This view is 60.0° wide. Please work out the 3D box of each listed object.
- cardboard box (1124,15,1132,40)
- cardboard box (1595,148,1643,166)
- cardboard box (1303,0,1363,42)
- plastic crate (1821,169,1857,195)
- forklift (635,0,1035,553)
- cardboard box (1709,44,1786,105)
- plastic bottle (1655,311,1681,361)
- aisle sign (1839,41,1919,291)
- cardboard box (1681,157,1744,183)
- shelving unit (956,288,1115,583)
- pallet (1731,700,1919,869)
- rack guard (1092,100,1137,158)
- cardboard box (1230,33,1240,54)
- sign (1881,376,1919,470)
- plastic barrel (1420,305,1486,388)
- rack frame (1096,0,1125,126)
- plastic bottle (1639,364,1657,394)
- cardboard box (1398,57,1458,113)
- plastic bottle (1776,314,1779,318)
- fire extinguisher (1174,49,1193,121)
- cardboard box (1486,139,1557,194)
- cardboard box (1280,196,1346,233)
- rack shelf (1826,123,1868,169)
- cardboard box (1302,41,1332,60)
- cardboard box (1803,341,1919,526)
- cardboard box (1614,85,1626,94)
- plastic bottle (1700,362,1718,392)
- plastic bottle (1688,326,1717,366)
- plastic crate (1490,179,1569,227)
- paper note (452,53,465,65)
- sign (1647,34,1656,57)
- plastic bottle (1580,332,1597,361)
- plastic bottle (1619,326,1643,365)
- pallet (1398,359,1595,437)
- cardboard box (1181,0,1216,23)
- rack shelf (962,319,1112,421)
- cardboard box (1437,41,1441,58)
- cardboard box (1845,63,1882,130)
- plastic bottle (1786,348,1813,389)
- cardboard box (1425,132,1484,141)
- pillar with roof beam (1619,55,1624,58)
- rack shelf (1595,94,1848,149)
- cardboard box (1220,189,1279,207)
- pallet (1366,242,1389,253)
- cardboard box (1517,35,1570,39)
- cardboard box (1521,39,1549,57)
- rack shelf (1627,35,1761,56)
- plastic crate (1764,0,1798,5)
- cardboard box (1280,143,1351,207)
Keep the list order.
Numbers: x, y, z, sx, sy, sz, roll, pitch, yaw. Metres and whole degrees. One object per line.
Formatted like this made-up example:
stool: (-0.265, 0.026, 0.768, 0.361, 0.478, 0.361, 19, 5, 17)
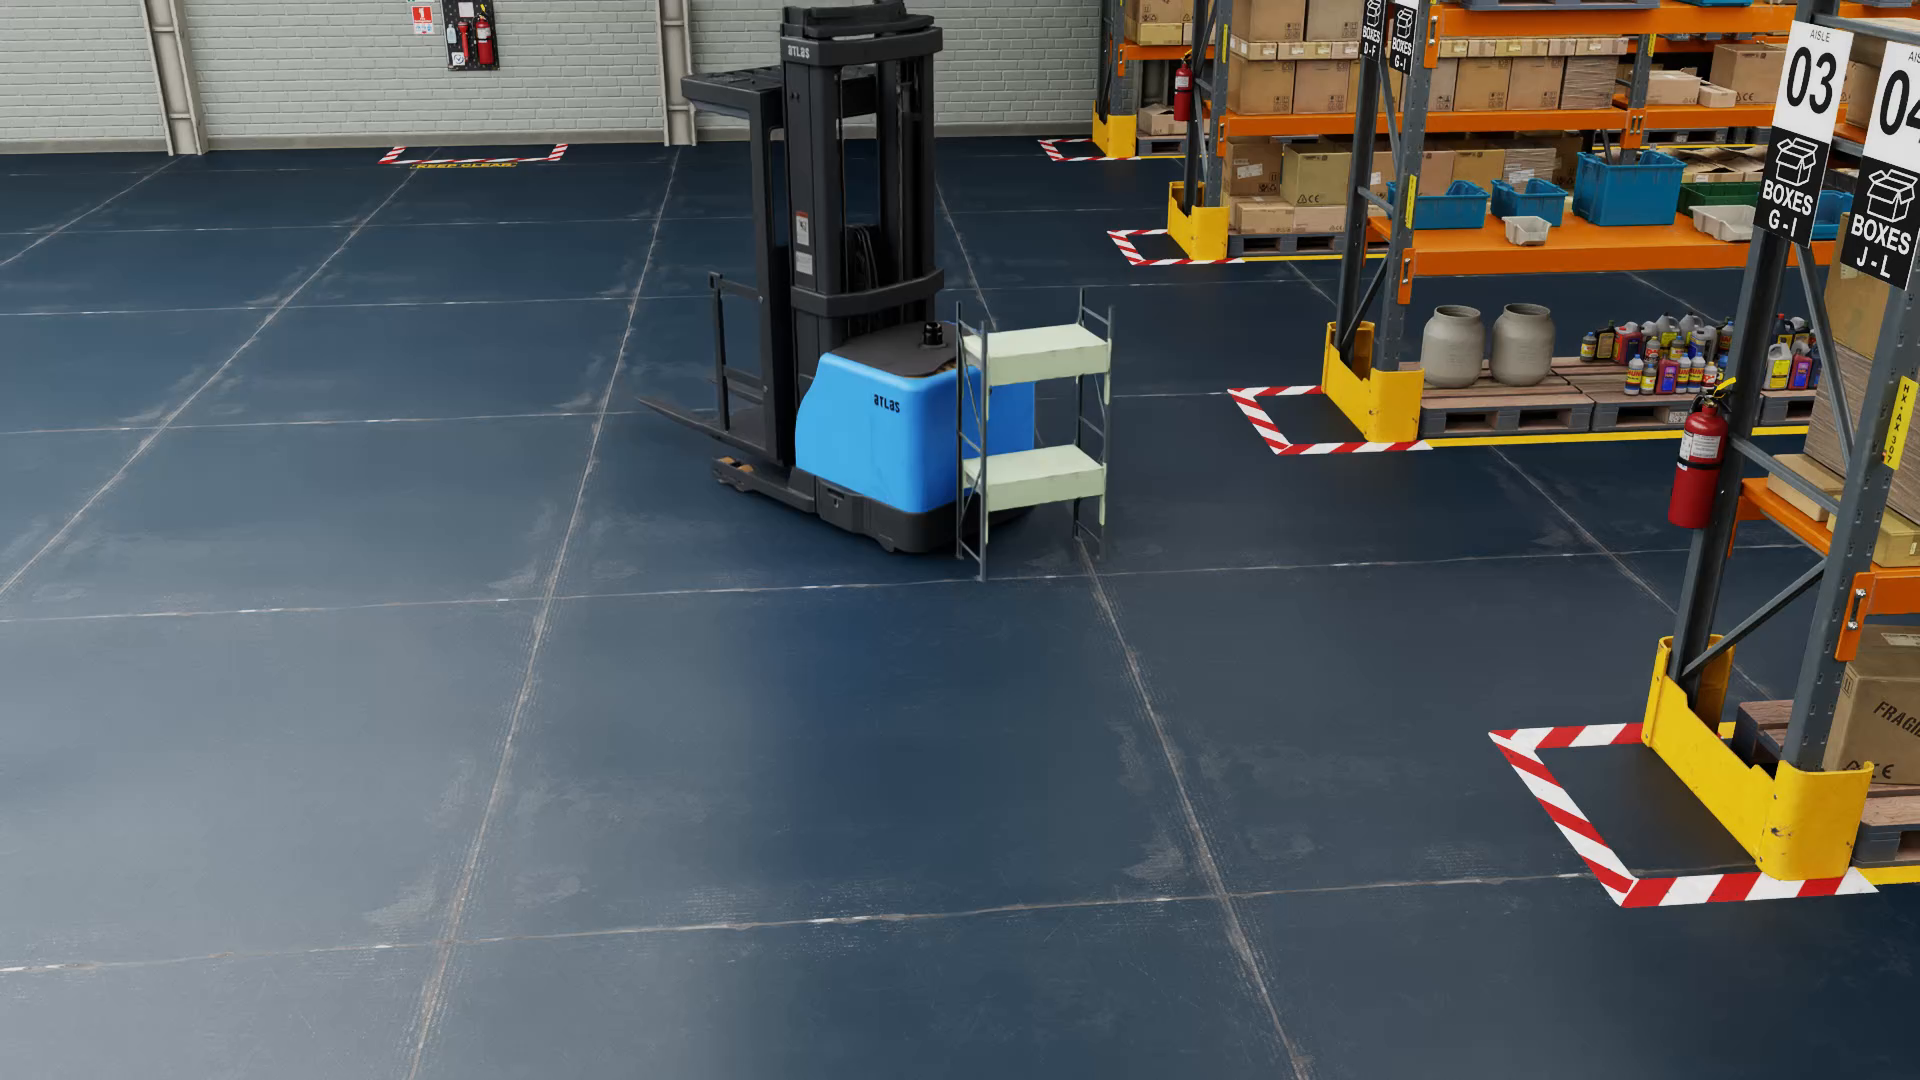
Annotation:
cardboard box: (2.280, -6.284, 20.356, 0.500, 0.250, 0.500, -2, 24, -4)
cardboard box: (6.680, -3.728, 16.622, 0.500, 0.311, 0.500, -2, 24, -5)
cardboard box: (3.366, -4.922, 15.410, 0.500, 0.500, 0.700, -3, 24, -7)
plastic crate: (6.255, -2.404, 11.542, 0.504, 0.338, 0.767, -2, 24, -5)
forklift: (-0.936, -1.770, 10.124, 1.130, 2.935, 3.031, -22, 32, -40)
cardboard box: (7.596, -4.495, 16.047, 0.500, 0.500, 0.500, -1, 24, -1)
plastic bottle: (5.148, -1.496, 12.143, 0.185, 0.351, 0.144, -1, 24, -3)
aisle sign: (3.263, -1.305, 5.791, 0.004, 0.787, 0.394, -2, 24, -5)
cardboard box: (7.240, -3.530, 16.176, 0.500, 0.311, 0.500, -3, 24, -6)
shelving unit: (0.403, -0.576, 9.200, 0.755, 1.500, 0.431, -9, 25, -19)
pallet: (4.182, 1.013, 7.212, 1.213, 0.211, 1.003, -2, 24, -5)
rack guard: (1.910, -5.107, 20.626, 0.348, 0.500, 1.175, -2, 24, -5)
cardboard box: (2.686, -4.679, 15.662, 0.250, 0.149, 0.380, -3, 24, -6)
sign: (3.348, -0.417, 5.928, 0.005, 0.325, 0.100, -2, 24, -5)
plastic barrel: (3.455, -1.355, 11.650, 0.421, 0.512, 0.421, 0, 24, 0)
rack frame: (1.834, -6.247, 20.111, 0.127, 3.000, 1.000, -2, 24, -5)
plastic bottle: (4.746, -1.115, 11.469, 0.097, 0.201, 0.097, 0, 24, 0)
cardboard box: (4.331, -4.367, 15.758, 0.500, 0.500, 0.700, -2, 24, -4)
plastic bottle: (5.944, -1.528, 12.215, 0.185, 0.351, 0.144, -2, 24, -4)
fire extinguisher: (2.161, -4.392, 16.034, 0.183, 0.674, 0.296, -2, 24, -5)
cardboard box: (5.367, -3.560, 16.012, 0.500, 0.500, 0.500, -2, 24, -5)
cardboard box: (3.378, -3.133, 15.974, 0.500, 0.250, 0.500, -2, 24, -5)
rack shelf: (5.285, -1.362, 6.314, 4.000, 0.370, 1.077, -2, 24, -5)
cardboard box: (3.247, -4.536, 15.341, 0.250, 0.149, 0.380, -2, 24, -5)
cardboard box: (3.845, -0.433, 6.541, 0.500, 0.500, 0.875, -2, 24, -5)
cardboard box: (8.068, -5.570, 21.125, 0.500, 0.500, 0.700, -2, 24, -5)
plastic bottle: (5.182, -1.133, 11.509, 0.097, 0.201, 0.097, 0, 24, 0)
plastic bottle: (5.373, -1.411, 12.042, 0.135, 0.276, 0.152, -2, 24, -5)
plastic crate: (3.923, -2.339, 11.502, 0.408, 0.251, 0.499, -2, 24, -5)
paper note: (-6.171, -5.920, 20.460, 0.142, 0.148, 0.016, -2, 24, -5)
sign: (6.361, -4.612, 15.269, 0.005, 0.325, 0.100, -2, 24, -5)
plastic bottle: (4.592, -1.415, 12.144, 0.097, 0.201, 0.097, 0, 24, 0)
plastic bottle: (4.857, -1.409, 12.029, 0.133, 0.283, 0.061, -2, 24, -5)
pallet: (3.688, -1.020, 11.786, 1.213, 0.211, 1.003, -2, 24, -5)
cardboard box: (2.832, -6.443, 19.790, 0.500, 0.500, 0.500, -2, 24, -5)
rack shelf: (0.403, -0.933, 9.041, 0.720, 0.370, 0.431, -9, 25, -19)
cardboard box: (4.266, -4.576, 15.431, 0.250, 0.149, 0.380, -2, 24, -5)
cardboard box: (3.750, -1.664, 6.293, 0.500, 0.250, 0.500, -2, 24, -4)
plastic bottle: (5.827, -1.189, 11.534, 0.133, 0.283, 0.061, -1, 24, -2)
cardboard box: (4.818, -3.750, 16.440, 0.500, 0.500, 0.500, -2, 24, -5)
pillar with roof beam: (8.840, -7.865, 16.366, 0.400, 9.000, 9.100, -2, 24, -5)
rack shelf: (8.296, -4.155, 16.292, 4.000, 0.370, 1.077, -2, 24, -5)
cardboard box: (2.829, -3.321, 16.397, 0.500, 0.250, 0.500, -2, 24, -5)
pallet: (4.293, -3.065, 16.386, 1.213, 0.211, 1.003, -2, 24, -5)
cardboard box: (5.362, -5.002, 15.590, 0.500, 0.500, 0.700, -2, 24, -5)
cardboard box: (5.288, -4.618, 15.524, 0.250, 0.149, 0.380, -2, 24, -5)
rack shelf: (7.805, -6.158, 20.796, 4.000, 0.370, 1.077, -2, 24, -5)
plastic crate: (5.231, -3.425, 10.393, 0.396, 0.136, 0.243, -2, 24, -5)
cardboard box: (3.378, -3.475, 15.820, 0.500, 0.500, 0.500, -2, 24, -5)
